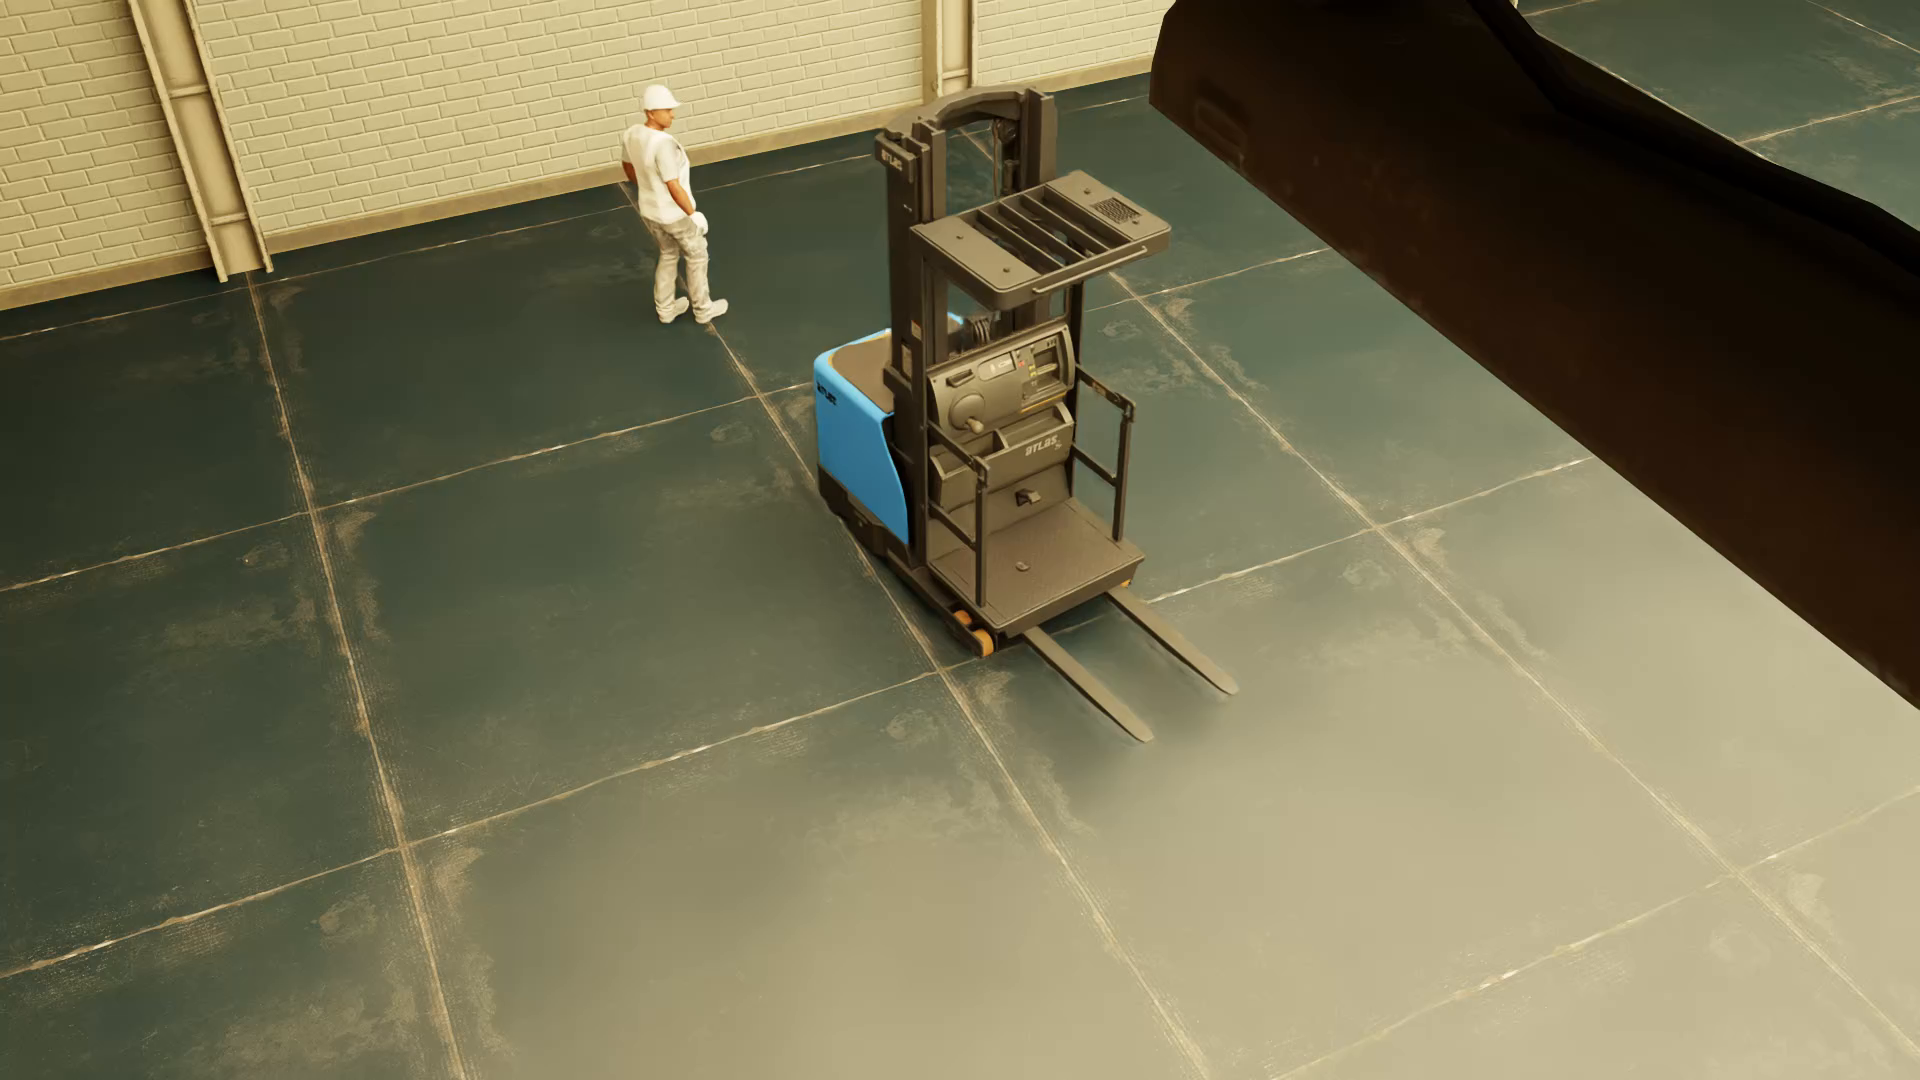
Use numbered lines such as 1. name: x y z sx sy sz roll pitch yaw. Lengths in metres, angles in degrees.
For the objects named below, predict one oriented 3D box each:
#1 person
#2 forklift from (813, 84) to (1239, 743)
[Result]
1. person: -2.003 -2.362 11.754 0.769 1.771 0.501 30 48 31
2. forklift: 0.364 -0.809 8.985 1.130 2.935 3.031 -24 46 -26
